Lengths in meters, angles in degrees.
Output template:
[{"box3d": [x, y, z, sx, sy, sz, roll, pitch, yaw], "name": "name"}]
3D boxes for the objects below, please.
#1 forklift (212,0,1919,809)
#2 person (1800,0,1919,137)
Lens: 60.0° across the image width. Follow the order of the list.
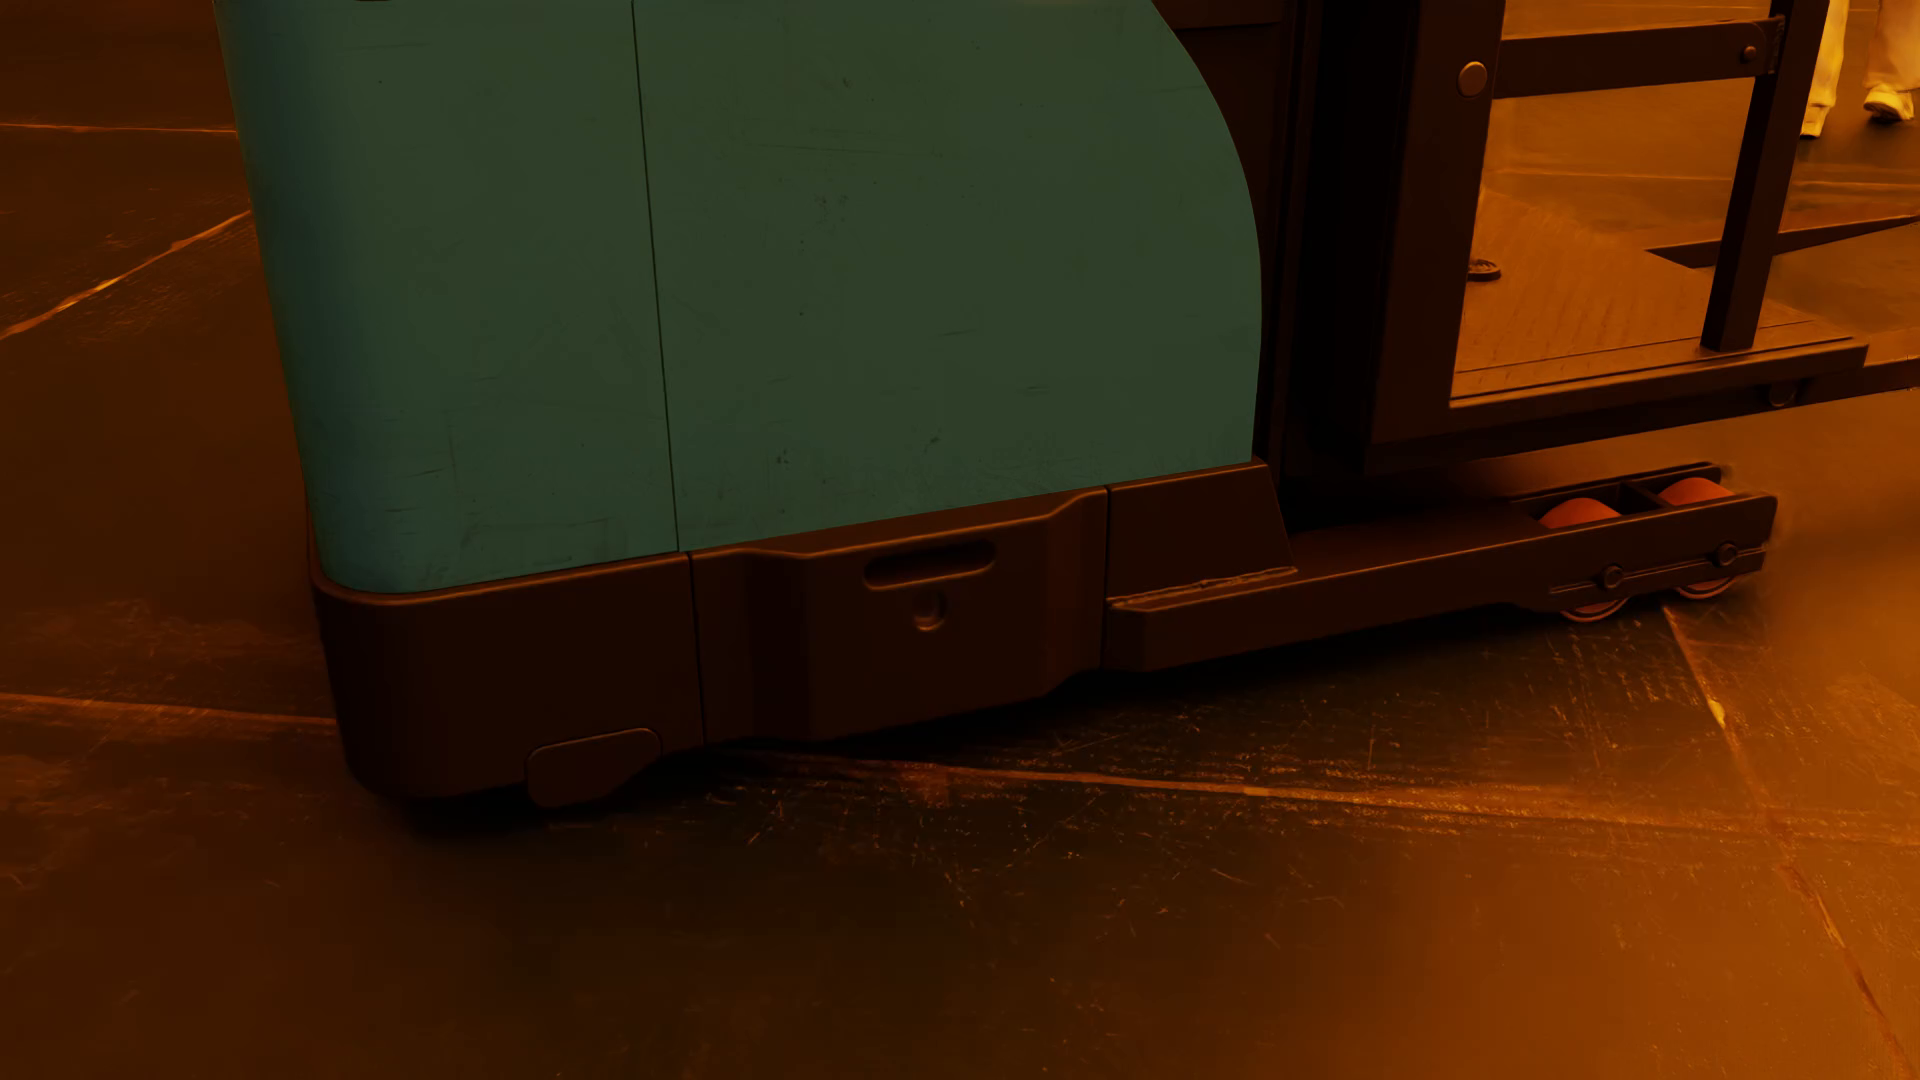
[{"box3d": [0.596, -1.410, 2.043, 3.031, 2.935, 1.130, -9, 28, -18], "name": "forklift"}, {"box3d": [2.647, -2.023, 4.658, 1.025, 1.808, 0.636, 13, 29, 24], "name": "person"}]
